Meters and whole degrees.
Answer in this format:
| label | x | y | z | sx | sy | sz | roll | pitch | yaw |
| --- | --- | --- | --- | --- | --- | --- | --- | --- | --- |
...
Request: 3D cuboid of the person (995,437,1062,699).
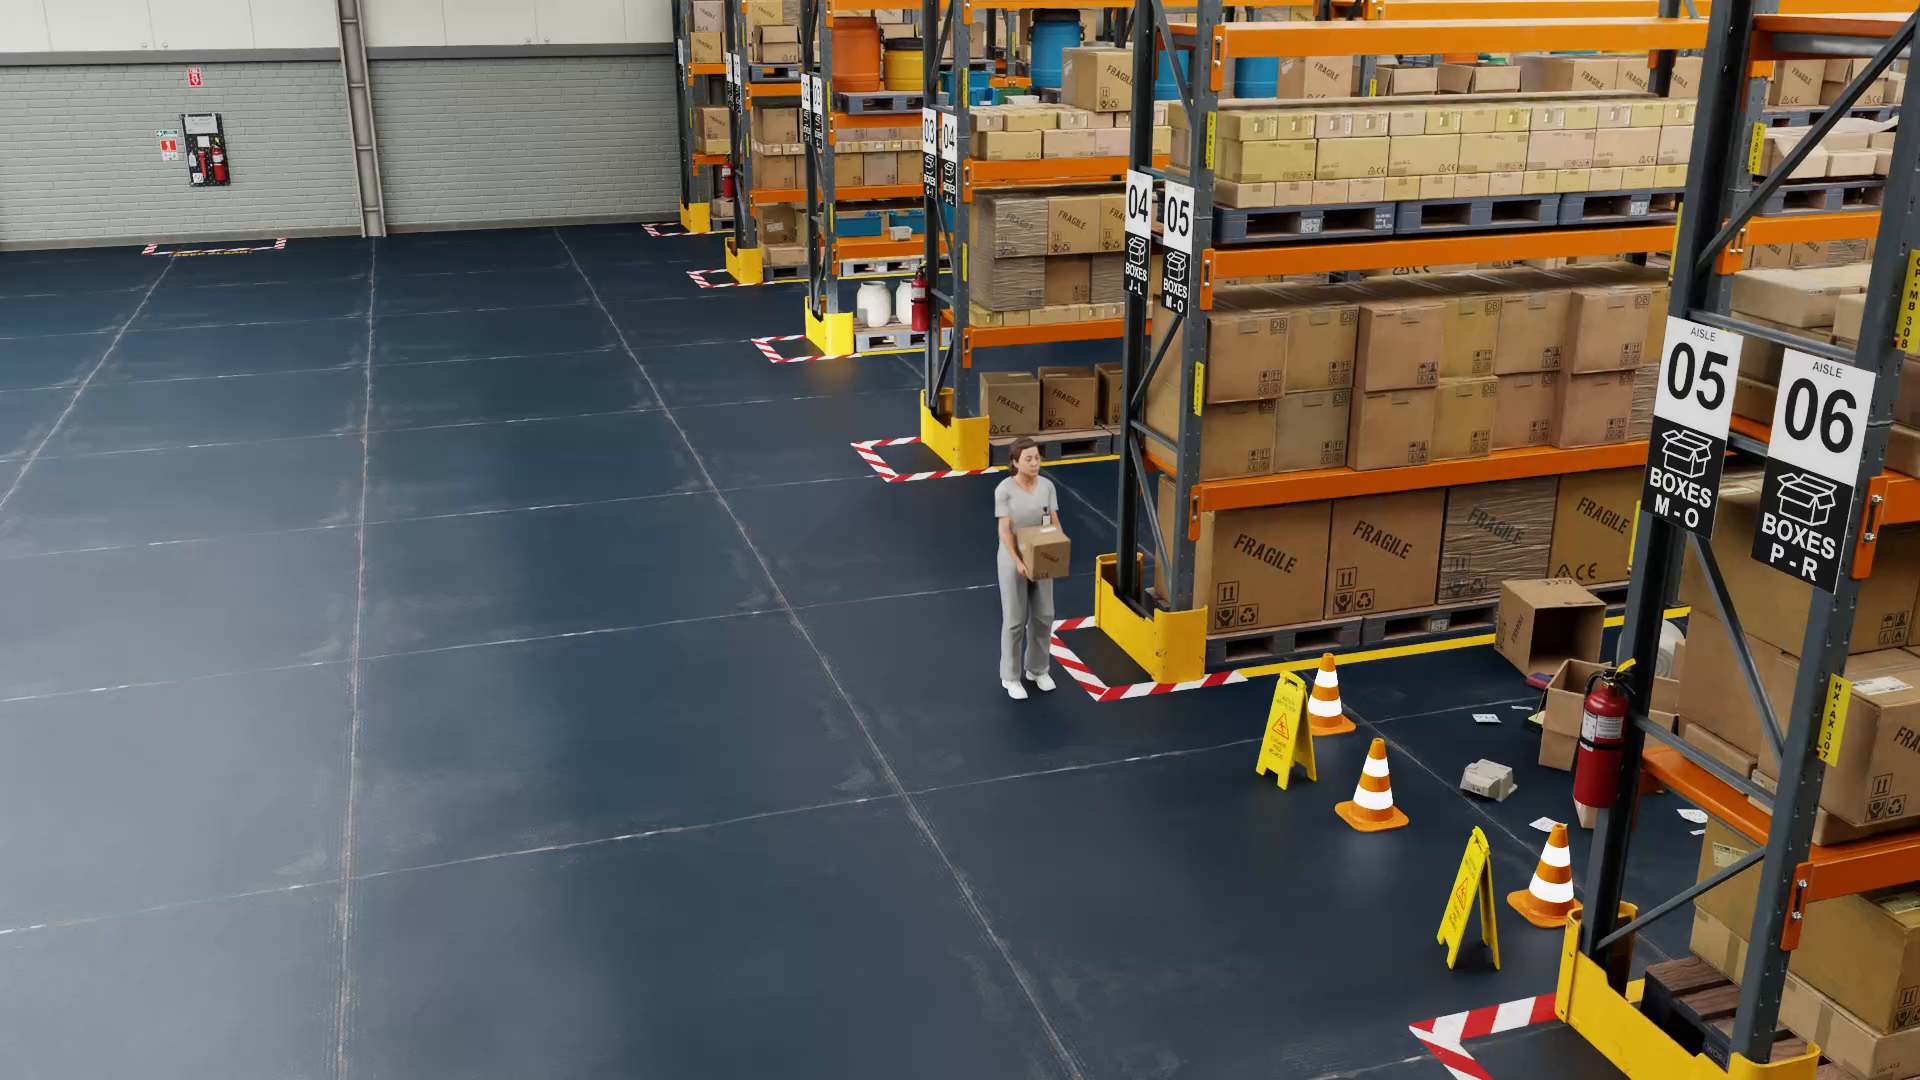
| label | x | y | z | sx | sy | sz | roll | pitch | yaw |
| --- | --- | --- | --- | --- | --- | --- | --- | --- | --- |
| person | 0.444 | 0.184 | 10.562 | 0.434 | 1.667 | 0.548 | -8 | 21 | -21 |
